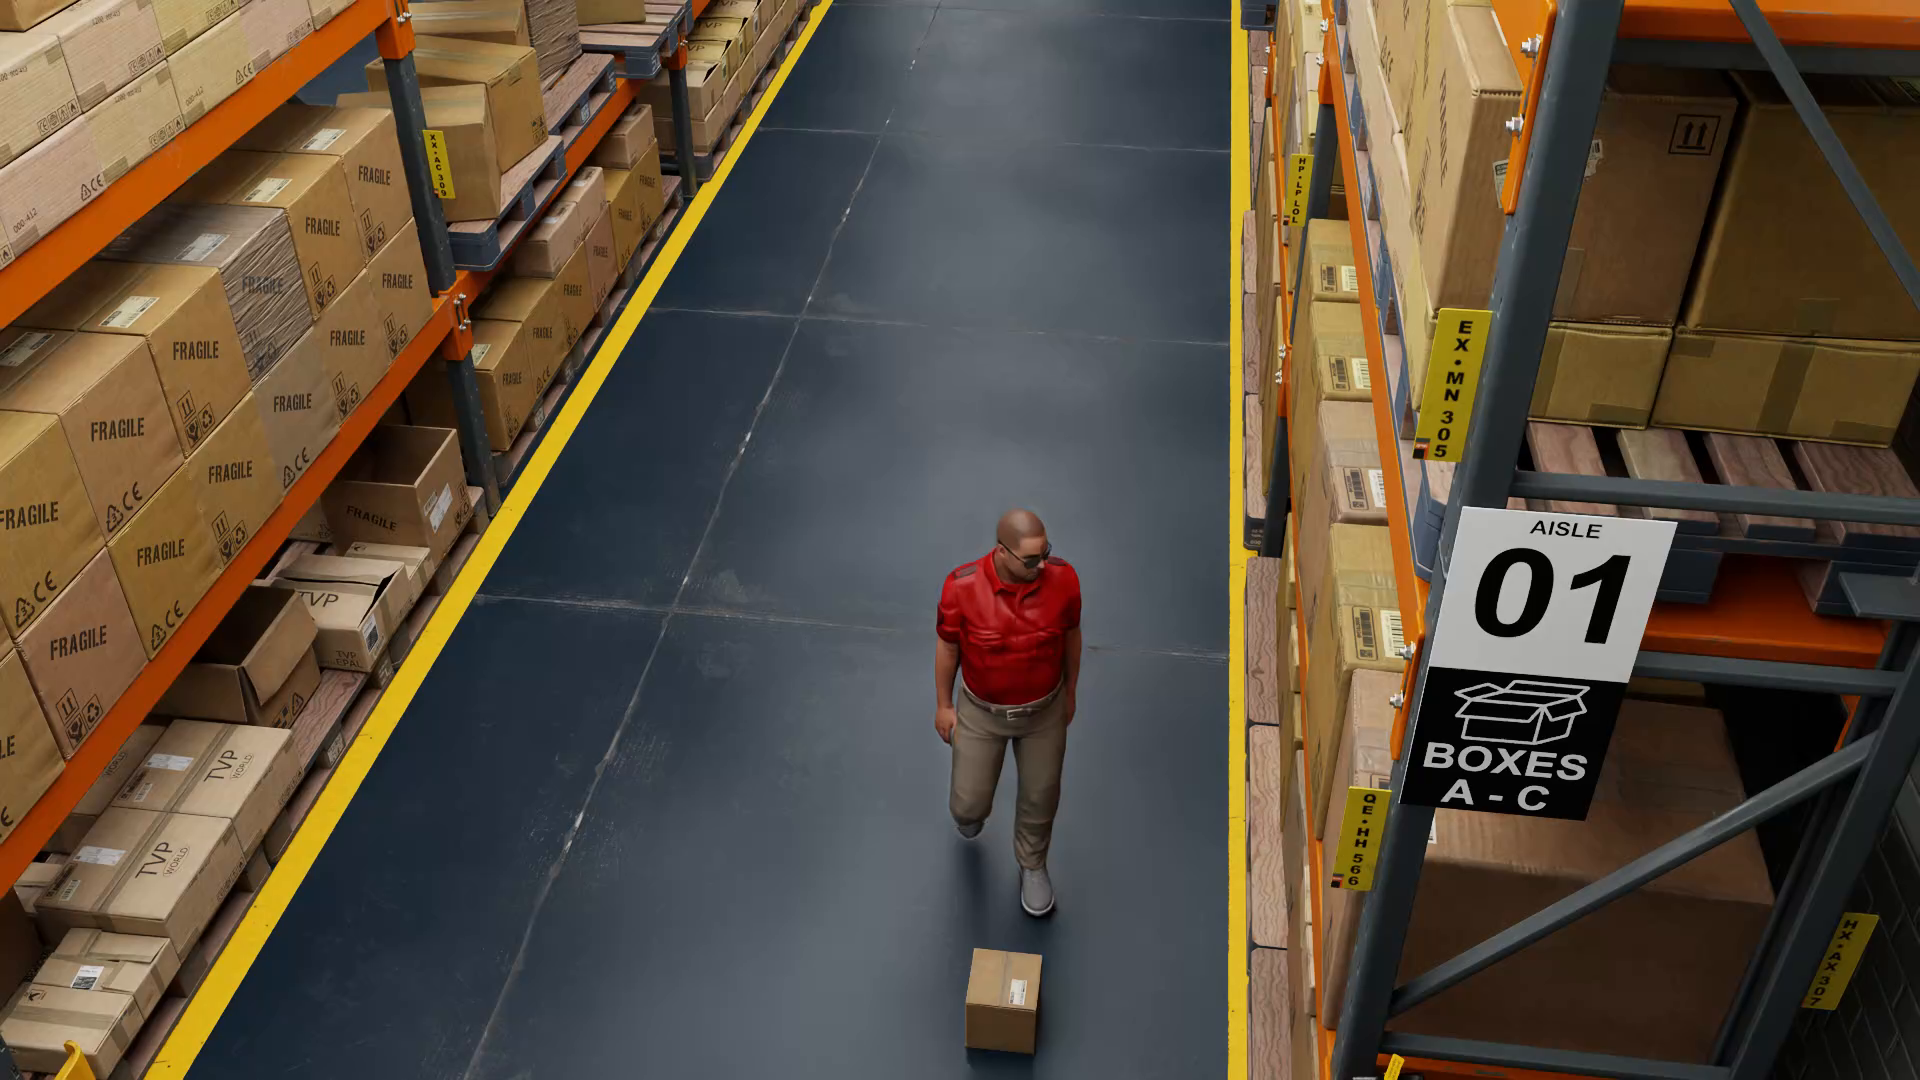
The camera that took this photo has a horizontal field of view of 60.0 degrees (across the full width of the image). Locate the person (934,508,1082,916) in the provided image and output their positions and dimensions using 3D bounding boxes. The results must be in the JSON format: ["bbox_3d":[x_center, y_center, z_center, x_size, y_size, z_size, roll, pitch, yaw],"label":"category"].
[{"bbox_3d":[0.184,0.614,6.183,0.556,1.724,0.588,-6,36,-8],"label":"person"}]
